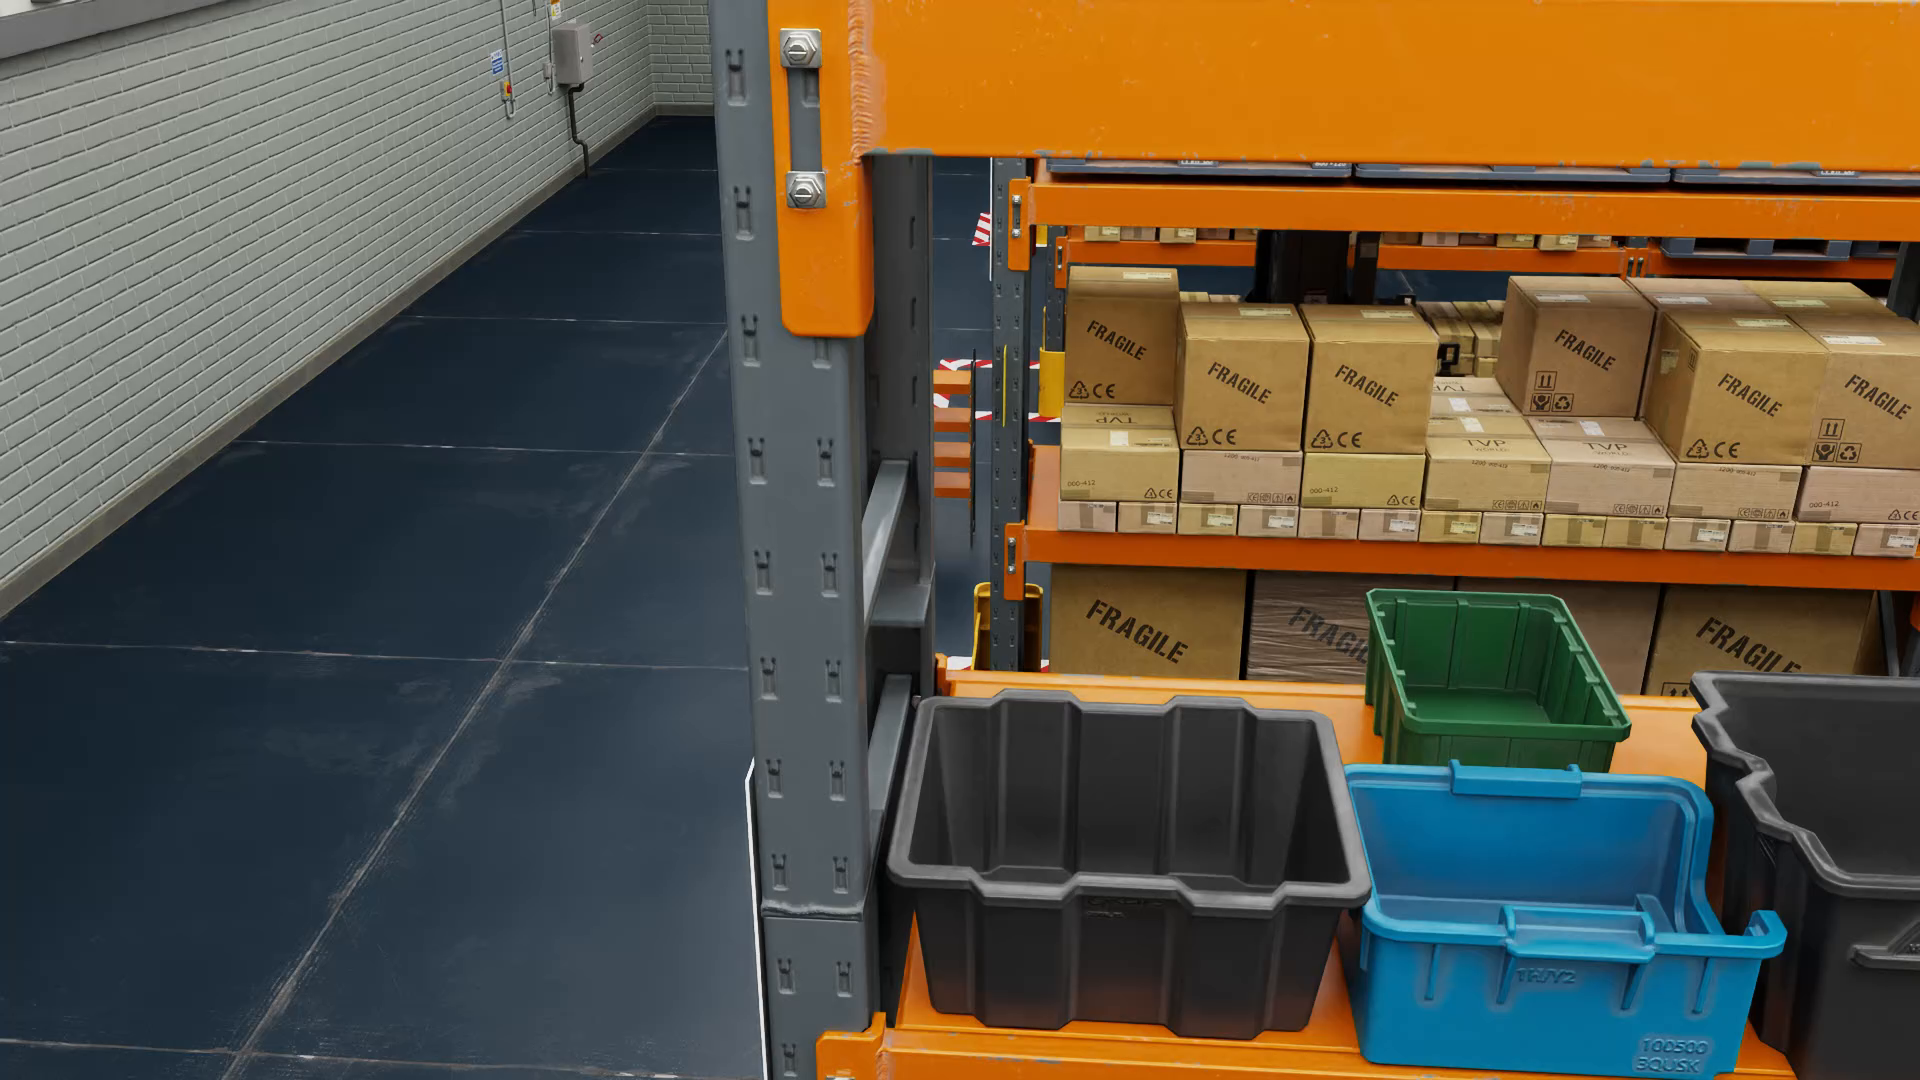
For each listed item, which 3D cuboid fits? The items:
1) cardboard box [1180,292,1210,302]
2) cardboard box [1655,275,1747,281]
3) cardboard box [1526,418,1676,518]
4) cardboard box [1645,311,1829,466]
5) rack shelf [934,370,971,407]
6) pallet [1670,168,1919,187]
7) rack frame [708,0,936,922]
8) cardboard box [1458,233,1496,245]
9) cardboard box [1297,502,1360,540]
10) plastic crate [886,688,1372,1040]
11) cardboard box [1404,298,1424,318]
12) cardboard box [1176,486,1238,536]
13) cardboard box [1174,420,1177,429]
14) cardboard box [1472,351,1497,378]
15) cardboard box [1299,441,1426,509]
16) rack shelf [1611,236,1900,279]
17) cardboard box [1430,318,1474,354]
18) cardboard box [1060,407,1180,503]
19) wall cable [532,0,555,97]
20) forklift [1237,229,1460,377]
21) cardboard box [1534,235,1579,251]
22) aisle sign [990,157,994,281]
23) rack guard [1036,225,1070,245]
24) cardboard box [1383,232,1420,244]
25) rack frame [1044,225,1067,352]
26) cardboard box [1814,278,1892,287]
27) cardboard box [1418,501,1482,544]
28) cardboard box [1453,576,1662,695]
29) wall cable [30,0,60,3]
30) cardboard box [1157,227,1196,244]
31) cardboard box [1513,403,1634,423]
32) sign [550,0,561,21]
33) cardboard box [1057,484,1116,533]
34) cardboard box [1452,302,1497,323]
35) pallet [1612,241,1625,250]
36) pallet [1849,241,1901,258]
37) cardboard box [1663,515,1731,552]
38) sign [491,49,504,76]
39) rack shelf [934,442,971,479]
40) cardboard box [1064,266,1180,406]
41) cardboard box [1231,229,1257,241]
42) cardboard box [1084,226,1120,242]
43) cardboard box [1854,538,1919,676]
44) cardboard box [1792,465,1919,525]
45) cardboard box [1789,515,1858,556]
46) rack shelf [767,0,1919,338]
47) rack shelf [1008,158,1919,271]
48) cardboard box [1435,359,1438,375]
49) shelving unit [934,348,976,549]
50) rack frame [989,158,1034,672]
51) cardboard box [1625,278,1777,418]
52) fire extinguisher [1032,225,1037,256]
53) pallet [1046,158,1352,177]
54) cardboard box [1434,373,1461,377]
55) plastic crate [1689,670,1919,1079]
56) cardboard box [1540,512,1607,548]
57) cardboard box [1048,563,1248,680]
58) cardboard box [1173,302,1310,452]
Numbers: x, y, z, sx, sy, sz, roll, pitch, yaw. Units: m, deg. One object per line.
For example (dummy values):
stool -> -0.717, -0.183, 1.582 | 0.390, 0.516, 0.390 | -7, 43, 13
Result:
cardboard box -> 1.776, -1.773, 12.710 | 0.250, 0.149, 0.380 | 1, 25, 3
cardboard box -> 5.465, -1.855, 12.283 | 0.500, 0.250, 0.500 | 1, 25, 3
cardboard box -> 2.737, -0.317, 7.174 | 0.500, 0.250, 0.500 | 2, 25, 5
cardboard box -> 3.245, -0.642, 6.983 | 0.500, 0.500, 0.500 | 2, 25, 5
rack shelf -> -0.165, -0.907, 9.846 | 0.480, 0.148, 0.258 | 2, 25, 4
pallet -> 3.408, -1.666, 6.801 | 1.213, 0.211, 1.003 | 2, 25, 4
rack frame -> -0.145, -1.102, 1.881 | 0.127, 3.000, 1.000 | 2, 25, 4
cardboard box -> 3.622, -2.208, 11.761 | 0.250, 0.149, 0.380 | 1, 25, 3
cardboard box -> 1.588, -0.146, 7.280 | 0.250, 0.149, 0.380 | 1, 25, 3
plastic crate -> 0.218, 0.448, 2.256 | 0.590, 0.269, 0.497 | 2, 25, 4
cardboard box -> 3.340, -1.703, 12.559 | 0.250, 0.149, 0.380 | 2, 25, 5
cardboard box -> 1.074, -0.163, 7.316 | 0.250, 0.149, 0.380 | 1, 25, 3
cardboard box -> 1.244, -0.587, 7.761 | 0.500, 0.250, 0.500 | 1, 25, 3
cardboard box -> 3.825, -1.290, 12.018 | 0.250, 0.149, 0.380 | 1, 25, 2
cardboard box -> 1.712, -0.349, 7.244 | 0.500, 0.250, 0.500 | 1, 25, 2
rack shelf -> 6.697, -1.987, 11.840 | 4.000, 0.370, 1.077 | 2, 25, 4
cardboard box -> 3.569, -1.484, 12.082 | 0.250, 0.149, 0.380 | 3, 25, 6
cardboard box -> 0.692, -0.380, 7.312 | 0.500, 0.250, 0.500 | 1, 25, 3
wall cable -> -4.534, -5.795, 18.041 | 0.122, 1.984, 0.588 | 2, 25, 4
forklift -> 2.505, -1.417, 9.823 | 3.031, 2.935, 1.130 | 0, 25, 0
cardboard box -> 4.135, -2.138, 11.608 | 0.250, 0.149, 0.380 | 1, 25, 3
aisle sign -> 0.140, -1.500, 6.811 | 0.004, 0.787, 0.394 | 2, 25, 4
rack guard -> 0.969, -3.437, 17.121 | 0.348, 0.500, 1.175 | 2, 25, 4
cardboard box -> 3.095, -2.216, 11.779 | 0.250, 0.149, 0.380 | 1, 25, 3
rack frame -> 0.715, -2.505, 12.106 | 0.127, 3.000, 1.000 | 2, 25, 4
cardboard box -> 6.505, -1.822, 12.212 | 0.500, 0.250, 0.500 | 1, 25, 2
cardboard box -> 2.097, -0.130, 7.244 | 0.250, 0.149, 0.380 | 1, 25, 3
cardboard box -> 2.673, 0.378, 7.880 | 0.875, 0.875, 0.875 | 2, 25, 4
wall cable -> -5.140, -6.246, 9.209 | 0.120, 5.999, 2.277 | 2, 25, 4
cardboard box -> 1.534, -2.222, 11.792 | 0.250, 0.149, 0.380 | 1, 25, 2
cardboard box -> 2.762, -0.537, 7.652 | 0.500, 0.250, 0.500 | 2, 25, 5
sign -> -4.535, -5.972, 18.652 | 0.001, 0.242, 0.339 | 2, 25, 4
cardboard box -> 0.563, -0.178, 7.350 | 0.250, 0.149, 0.380 | 2, 25, 5
cardboard box -> 3.849, -1.662, 12.469 | 0.250, 0.149, 0.380 | 2, 25, 3
pallet -> 6.976, -3.146, 16.834 | 1.213, 0.211, 1.003 | 2, 25, 4
pallet -> 6.714, -2.209, 11.691 | 1.213, 0.211, 1.003 | 2, 25, 4
cardboard box -> 3.125, -0.097, 7.173 | 0.250, 0.149, 0.380 | 2, 25, 5
sign -> -4.696, -4.847, 16.872 | 0.001, 0.218, 0.327 | 2, 25, 4
rack shelf -> -0.165, -0.489, 10.039 | 0.480, 0.148, 0.258 | 2, 25, 4
cardboard box -> 0.740, -0.943, 7.637 | 0.500, 0.500, 0.500 | 2, 25, 5
cardboard box -> 2.071, -2.252, 11.857 | 0.250, 0.149, 0.380 | 2, 25, 3
cardboard box -> 1.013, -2.244, 11.839 | 0.250, 0.149, 0.380 | 2, 25, 4
cardboard box -> 4.862, 0.473, 7.673 | 0.875, 0.875, 1.225 | 2, 25, 4
cardboard box -> 3.762, -0.285, 7.105 | 0.500, 0.250, 0.500 | 1, 25, 3
cardboard box -> 3.636, -0.081, 7.137 | 0.250, 0.149, 0.380 | 2, 25, 5
rack shelf -> 1.849, -0.530, 1.975 | 4.000, 0.370, 1.077 | 2, 25, 4
rack shelf -> 2.229, -1.413, 7.005 | 4.000, 0.370, 1.077 | 2, 25, 4
cardboard box -> 3.327, -1.339, 12.125 | 0.250, 0.149, 0.380 | 2, 25, 5
shelving unit -> -0.165, -0.550, 10.011 | 0.503, 1.200, 0.258 | 2, 25, 4
rack frame -> 0.234, -0.441, 7.621 | 0.127, 3.000, 1.000 | 2, 25, 4
cardboard box -> 3.274, -0.862, 7.461 | 0.500, 0.500, 0.500 | 2, 25, 4
fire extinguisher -> 0.499, -2.501, 12.636 | 0.183, 0.674, 0.296 | 2, 25, 4
pallet -> 0.975, -1.744, 6.970 | 1.213, 0.211, 1.003 | 2, 25, 4
cardboard box -> 3.512, -1.227, 12.237 | 0.250, 0.149, 0.380 | 1, 25, 3
plastic crate -> 1.357, 0.452, 2.165 | 0.767, 0.338, 0.504 | 2, 25, 4
cardboard box -> 2.612, -0.113, 7.209 | 0.250, 0.149, 0.380 | 1, 25, 3
cardboard box -> 0.879, 0.320, 8.005 | 0.875, 0.875, 0.875 | 2, 25, 4
cardboard box -> 1.191, -0.705, 7.121 | 0.500, 0.500, 0.500 | 1, 25, 3
